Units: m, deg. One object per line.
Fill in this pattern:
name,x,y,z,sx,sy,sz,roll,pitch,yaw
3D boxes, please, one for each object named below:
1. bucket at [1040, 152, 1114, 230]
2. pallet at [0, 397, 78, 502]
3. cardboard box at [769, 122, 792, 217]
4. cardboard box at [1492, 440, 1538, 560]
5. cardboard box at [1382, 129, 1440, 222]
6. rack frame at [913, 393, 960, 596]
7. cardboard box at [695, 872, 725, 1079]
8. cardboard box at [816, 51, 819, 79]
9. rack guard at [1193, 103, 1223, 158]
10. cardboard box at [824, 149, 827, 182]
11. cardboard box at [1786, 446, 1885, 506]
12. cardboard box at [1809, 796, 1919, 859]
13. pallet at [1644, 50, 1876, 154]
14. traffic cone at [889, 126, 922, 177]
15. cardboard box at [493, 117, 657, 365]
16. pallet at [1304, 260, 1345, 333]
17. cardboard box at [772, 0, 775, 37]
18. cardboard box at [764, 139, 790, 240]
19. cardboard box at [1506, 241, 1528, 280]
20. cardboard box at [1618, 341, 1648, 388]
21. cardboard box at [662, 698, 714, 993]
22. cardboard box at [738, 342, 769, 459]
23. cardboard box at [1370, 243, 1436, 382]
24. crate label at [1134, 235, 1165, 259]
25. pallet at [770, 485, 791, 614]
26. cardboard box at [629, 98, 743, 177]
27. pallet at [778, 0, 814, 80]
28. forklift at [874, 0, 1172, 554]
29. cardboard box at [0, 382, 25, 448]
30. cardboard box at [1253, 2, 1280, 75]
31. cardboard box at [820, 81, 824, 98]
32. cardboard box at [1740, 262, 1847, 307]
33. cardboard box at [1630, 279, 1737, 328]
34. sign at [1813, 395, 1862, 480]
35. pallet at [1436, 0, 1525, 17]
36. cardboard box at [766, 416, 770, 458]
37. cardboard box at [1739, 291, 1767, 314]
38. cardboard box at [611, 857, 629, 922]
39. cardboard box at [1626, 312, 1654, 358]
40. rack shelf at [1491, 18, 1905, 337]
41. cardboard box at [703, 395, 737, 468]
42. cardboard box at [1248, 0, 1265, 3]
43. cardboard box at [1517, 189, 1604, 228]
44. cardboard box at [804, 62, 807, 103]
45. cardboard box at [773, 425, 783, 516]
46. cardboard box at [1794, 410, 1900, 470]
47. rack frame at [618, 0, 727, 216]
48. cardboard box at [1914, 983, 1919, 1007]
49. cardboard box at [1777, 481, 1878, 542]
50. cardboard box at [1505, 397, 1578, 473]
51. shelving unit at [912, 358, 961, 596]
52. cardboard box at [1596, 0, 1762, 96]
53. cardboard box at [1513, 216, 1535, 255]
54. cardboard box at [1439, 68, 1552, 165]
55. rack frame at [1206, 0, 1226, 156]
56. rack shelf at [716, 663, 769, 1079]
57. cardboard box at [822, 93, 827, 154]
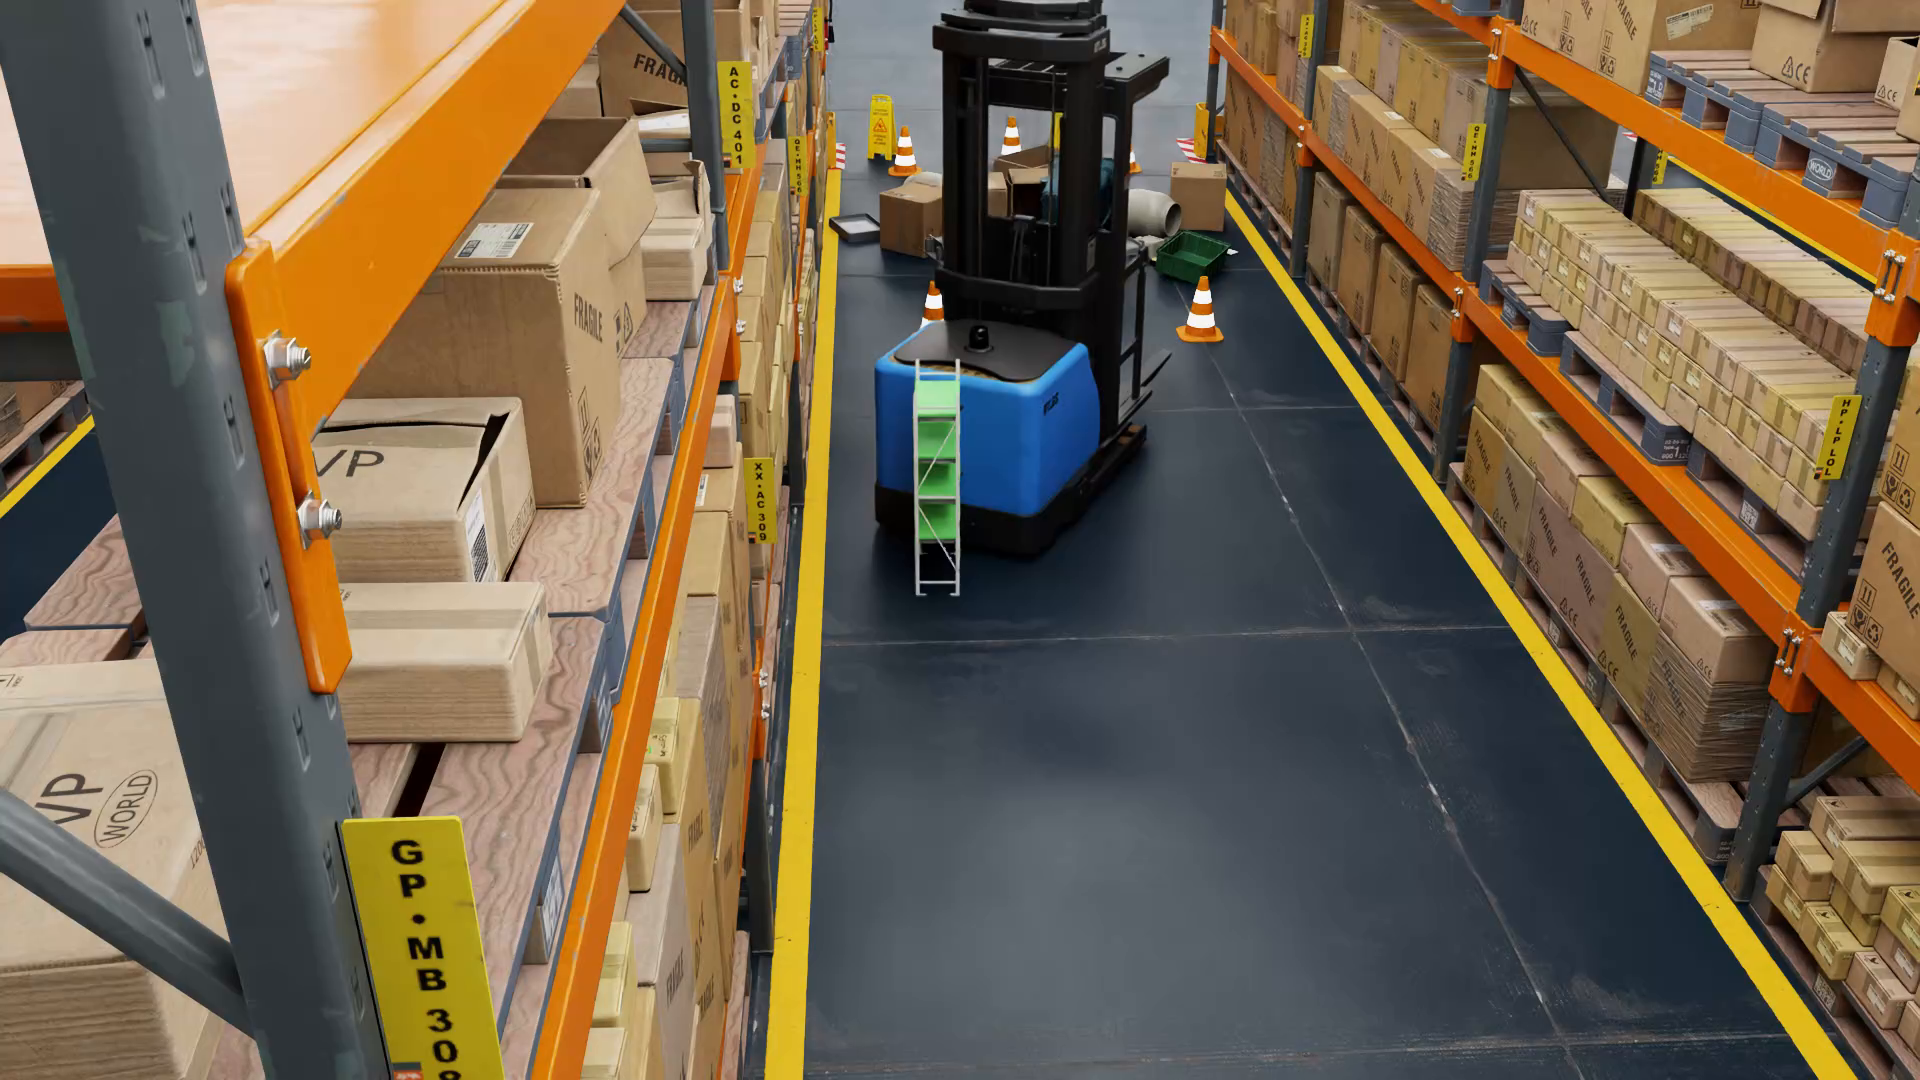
bucket,0.969,-2.791,13.754,0.726,0.611,0.620,8,39,15
pallet,-6.412,-0.571,10.617,1.003,0.211,1.213,-1,28,-3
cardboard box,-1.243,-2.124,9.695,0.500,0.500,0.500,-2,28,-4
cardboard box,3.299,-0.227,9.191,0.500,0.500,0.500,-1,28,-2
cardboard box,3.145,-2.422,11.041,0.500,0.500,0.500,-2,28,-4
rack frame,-0.122,-0.227,8.887,0.240,1.200,0.015,0,28,0
cardboard box,-0.877,1.174,4.147,0.500,0.500,0.500,0,28,-1
cardboard box,-1.467,-4.245,14.216,0.500,0.500,0.500,-2,28,-3
rack guard,3.068,-4.312,17.476,1.175,0.500,0.348,-1,28,-3
cardboard box,-1.539,-3.604,15.935,0.500,0.250,0.500,-1,28,-2
cardboard box,3.478,-0.253,6.487,0.380,0.149,0.250,-1,28,-1
cardboard box,3.507,1.111,6.362,0.380,0.149,0.250,0,28,-1
pallet,3.713,-1.880,7.071,1.213,0.211,1.003,-1,28,-3
traffic cone,-0.558,-3.950,16.824,0.336,0.463,0.334,-1,28,-3
cardboard box,-1.140,-0.685,3.903,0.797,0.503,0.637,1,28,1
pallet,3.394,-1.971,13.300,1.003,0.211,1.213,-1,28,-3
cardboard box,-1.030,-2.377,7.512,0.396,0.266,0.258,-2,28,-4
cardboard box,-1.163,-1.803,8.775,0.500,0.500,0.500,-2,28,-4
cardboard box,3.309,-1.578,9.349,0.380,0.149,0.250,-2,28,-3
cardboard box,3.392,-0.845,7.945,0.380,0.149,0.250,-2,28,-4
cardboard box,-0.869,0.724,3.929,0.500,0.500,0.500,-1,28,-2
cardboard box,-0.978,-0.399,6.082,0.500,0.500,0.500,-1,28,-2
cardboard box,3.496,-1.590,11.534,1.050,0.750,0.750,-1,28,-2
crate label,1.643,-2.563,14.515,0.298,0.136,0.250,-23,35,-37
pallet,-1.485,0.054,9.418,1.003,0.211,1.213,-1,28,-3
cardboard box,-0.919,-1.397,5.633,0.396,0.266,0.258,-2,28,-3
pallet,-1.364,-2.498,8.257,1.213,0.211,1.003,0,28,0
forklift,0.572,-1.878,10.181,1.130,2.935,3.031,12,30,22
cardboard box,-6.427,-0.848,10.247,0.875,0.625,0.625,-1,28,-1
cardboard box,3.157,-4.546,15.061,0.875,0.550,0.500,-1,28,-3
cardboard box,-1.470,-4.182,15.532,0.380,0.149,0.250,-1,28,-2
cardboard box,4.036,-1.241,8.059,0.380,0.149,0.250,0,28,0
cardboard box,3.397,-1.113,7.814,0.380,0.149,0.250,-2,28,-3
sign,3.142,-0.365,5.955,0.100,0.325,0.005,-1,28,-3
pallet,3.400,-3.257,9.711,1.213,0.211,1.003,0,28,0
cardboard box,-1.039,-0.306,6.715,0.500,0.250,0.500,-1,28,-2
cardboard box,4.037,-1.108,8.127,0.380,0.149,0.250,-1,28,-1
cardboard box,-0.857,0.717,3.241,0.380,0.149,0.250,-1,28,-2
cardboard box,3.398,-0.974,7.869,0.380,0.149,0.250,0,28,-1
rack shelf,3.591,-1.802,7.495,1.077,0.370,4.000,-1,28,-3
cardboard box,-0.908,-0.342,5.271,0.380,0.149,0.250,-2,28,-4
cardboard box,3.064,-5.268,15.277,0.875,0.550,0.550,-1,28,-3
cardboard box,3.318,-1.833,9.195,0.380,0.149,0.250,-1,28,-3
cardboard box,-1.407,-3.550,12.429,0.500,0.500,0.500,-2,28,-4
cardboard box,-1.041,-0.320,7.282,0.500,0.250,0.500,-2,28,-3
cardboard box,3.480,-0.386,6.421,0.380,0.149,0.250,0,28,0
rack frame,-1.242,-2.361,4.546,1.000,3.000,0.127,-1,28,-3
cardboard box,3.558,1.605,5.736,0.380,0.149,0.250,-3,28,-5
cardboard box,3.477,-0.121,6.555,0.380,0.149,0.250,-2,28,-4
cardboard box,3.308,-0.566,9.030,0.500,0.250,0.500,-2,28,-3
shelving unit,-0.123,-0.339,9.103,0.258,1.200,0.503,0,28,0
cardboard box,3.316,-2.357,7.674,0.500,0.500,0.500,-1,28,-3
cardboard box,3.312,-1.693,9.249,0.380,0.149,0.250,0,28,0
cardboard box,3.446,-2.643,10.385,0.700,0.500,0.500,-2,28,-3
rack frame,3.069,-5.409,16.877,1.000,3.000,0.127,-1,28,-3
rack shelf,-1.138,1.542,4.329,1.077,0.370,4.000,-1,28,-3
cardboard box,-1.536,-3.938,15.764,0.500,0.500,0.500,0,28,-1
